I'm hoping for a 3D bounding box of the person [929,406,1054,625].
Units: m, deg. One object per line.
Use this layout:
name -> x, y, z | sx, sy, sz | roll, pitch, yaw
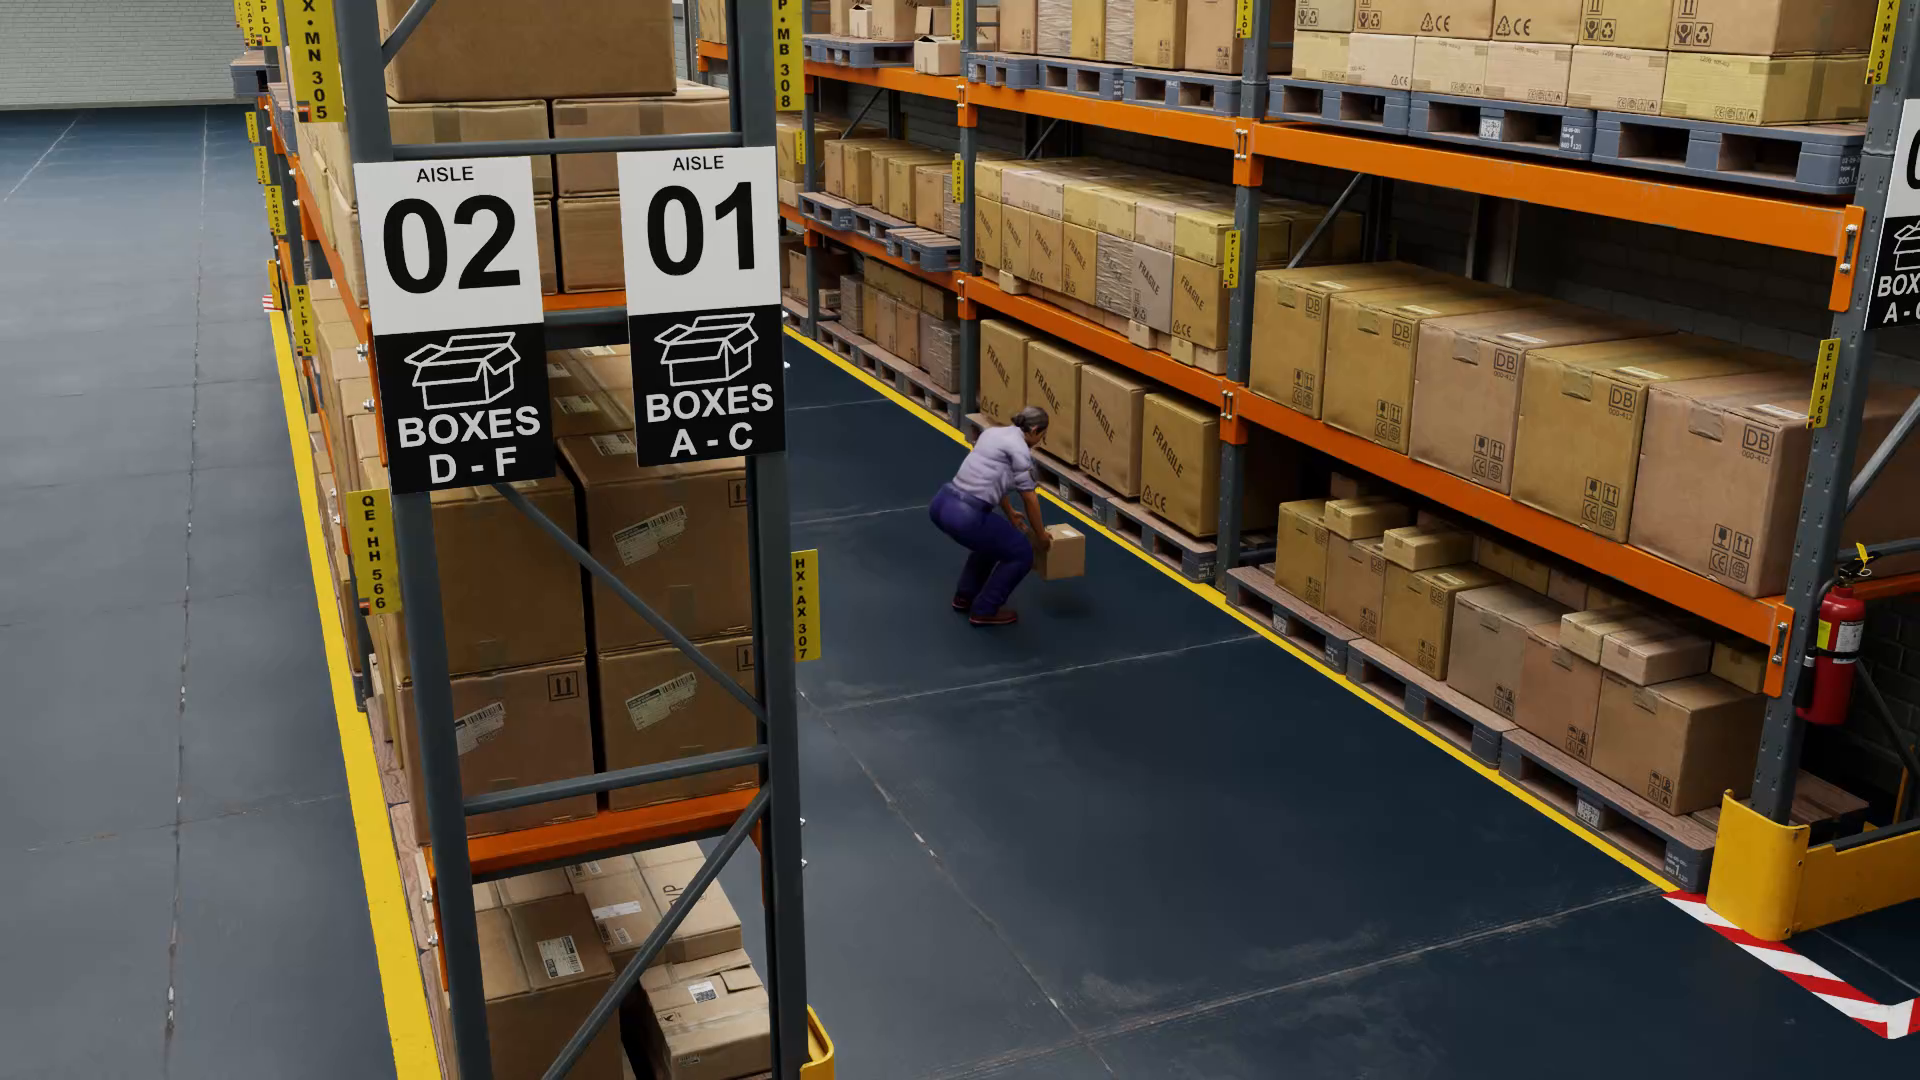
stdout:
person -> 0.180, -0.149, 9.694 | 0.727, 1.217, 0.540 | -8, 21, -22
